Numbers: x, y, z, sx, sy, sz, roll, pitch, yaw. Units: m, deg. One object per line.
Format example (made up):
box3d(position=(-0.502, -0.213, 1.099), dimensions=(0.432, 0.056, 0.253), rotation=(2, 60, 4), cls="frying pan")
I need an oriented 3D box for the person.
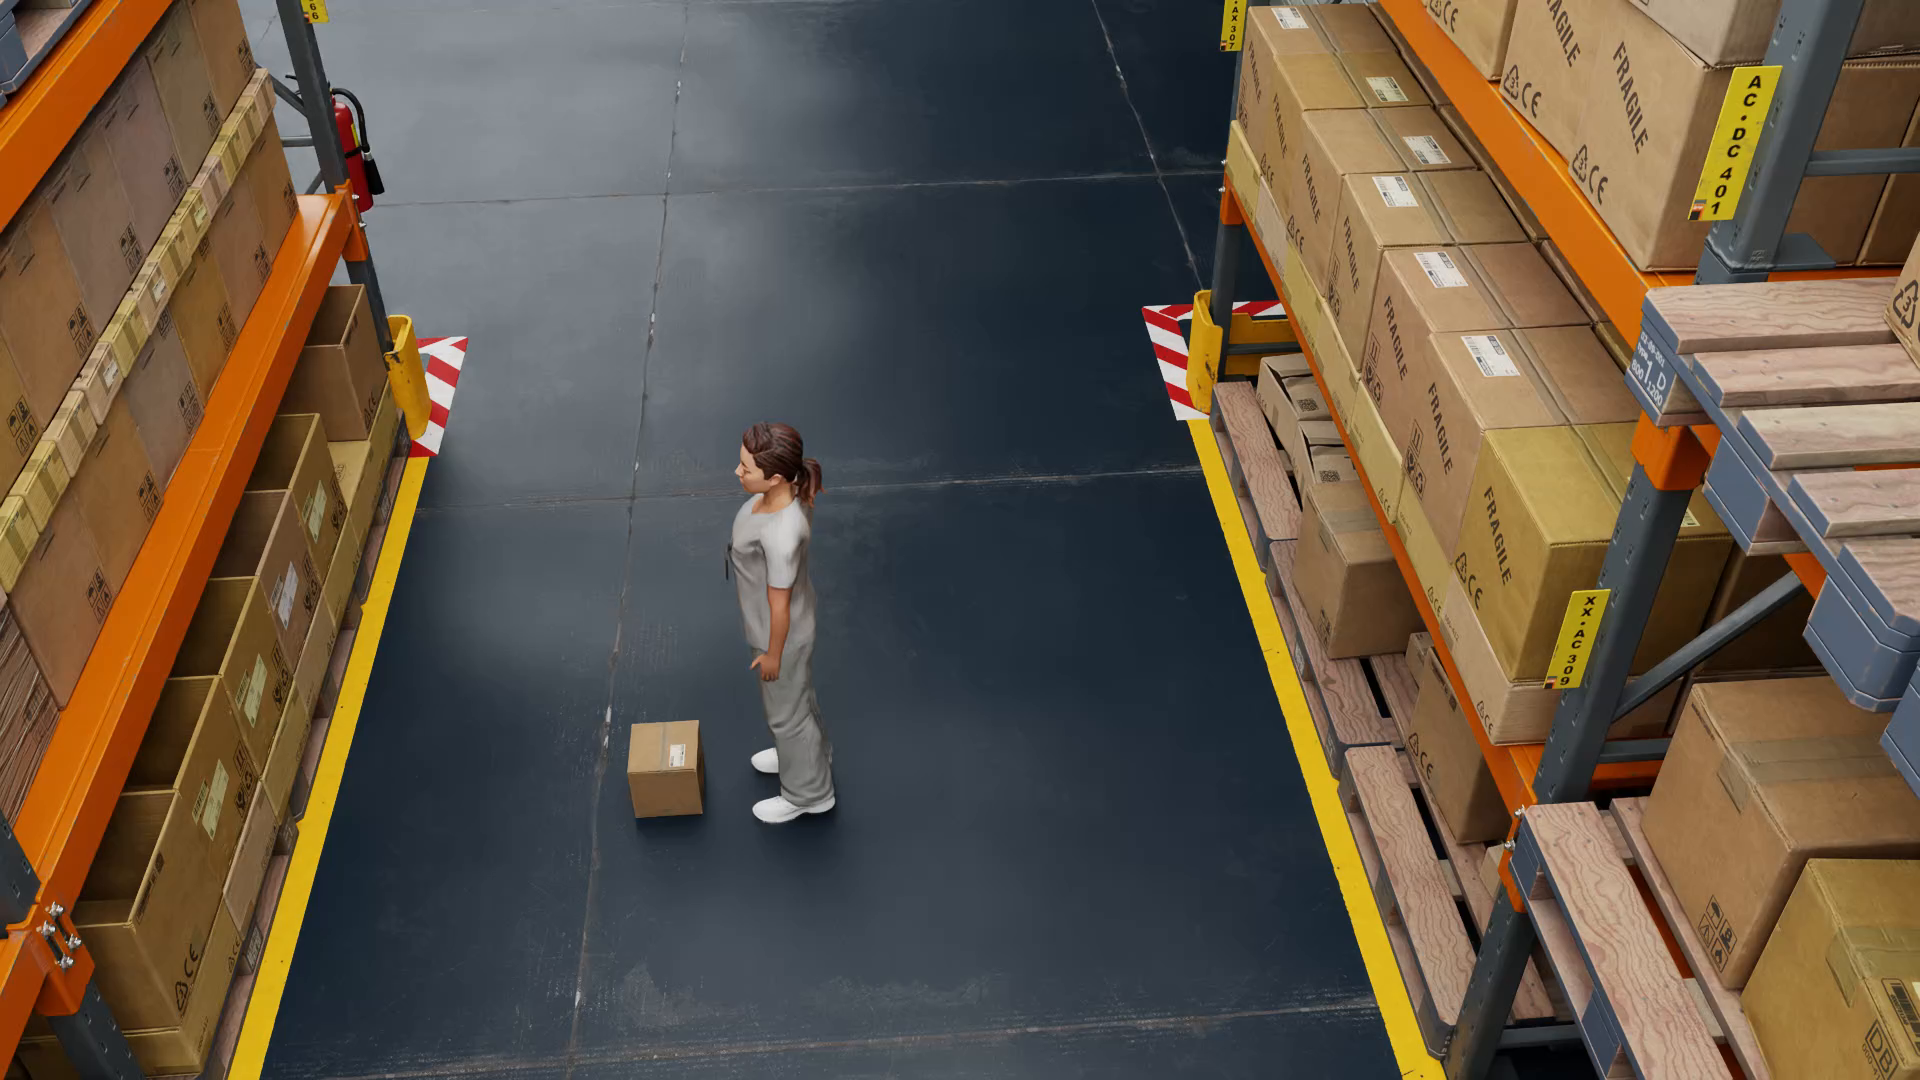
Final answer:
box3d(position=(-0.614, 0.294, 5.805), dimensions=(0.360, 1.674, 0.442), rotation=(-2, 39, -3), cls="person")
